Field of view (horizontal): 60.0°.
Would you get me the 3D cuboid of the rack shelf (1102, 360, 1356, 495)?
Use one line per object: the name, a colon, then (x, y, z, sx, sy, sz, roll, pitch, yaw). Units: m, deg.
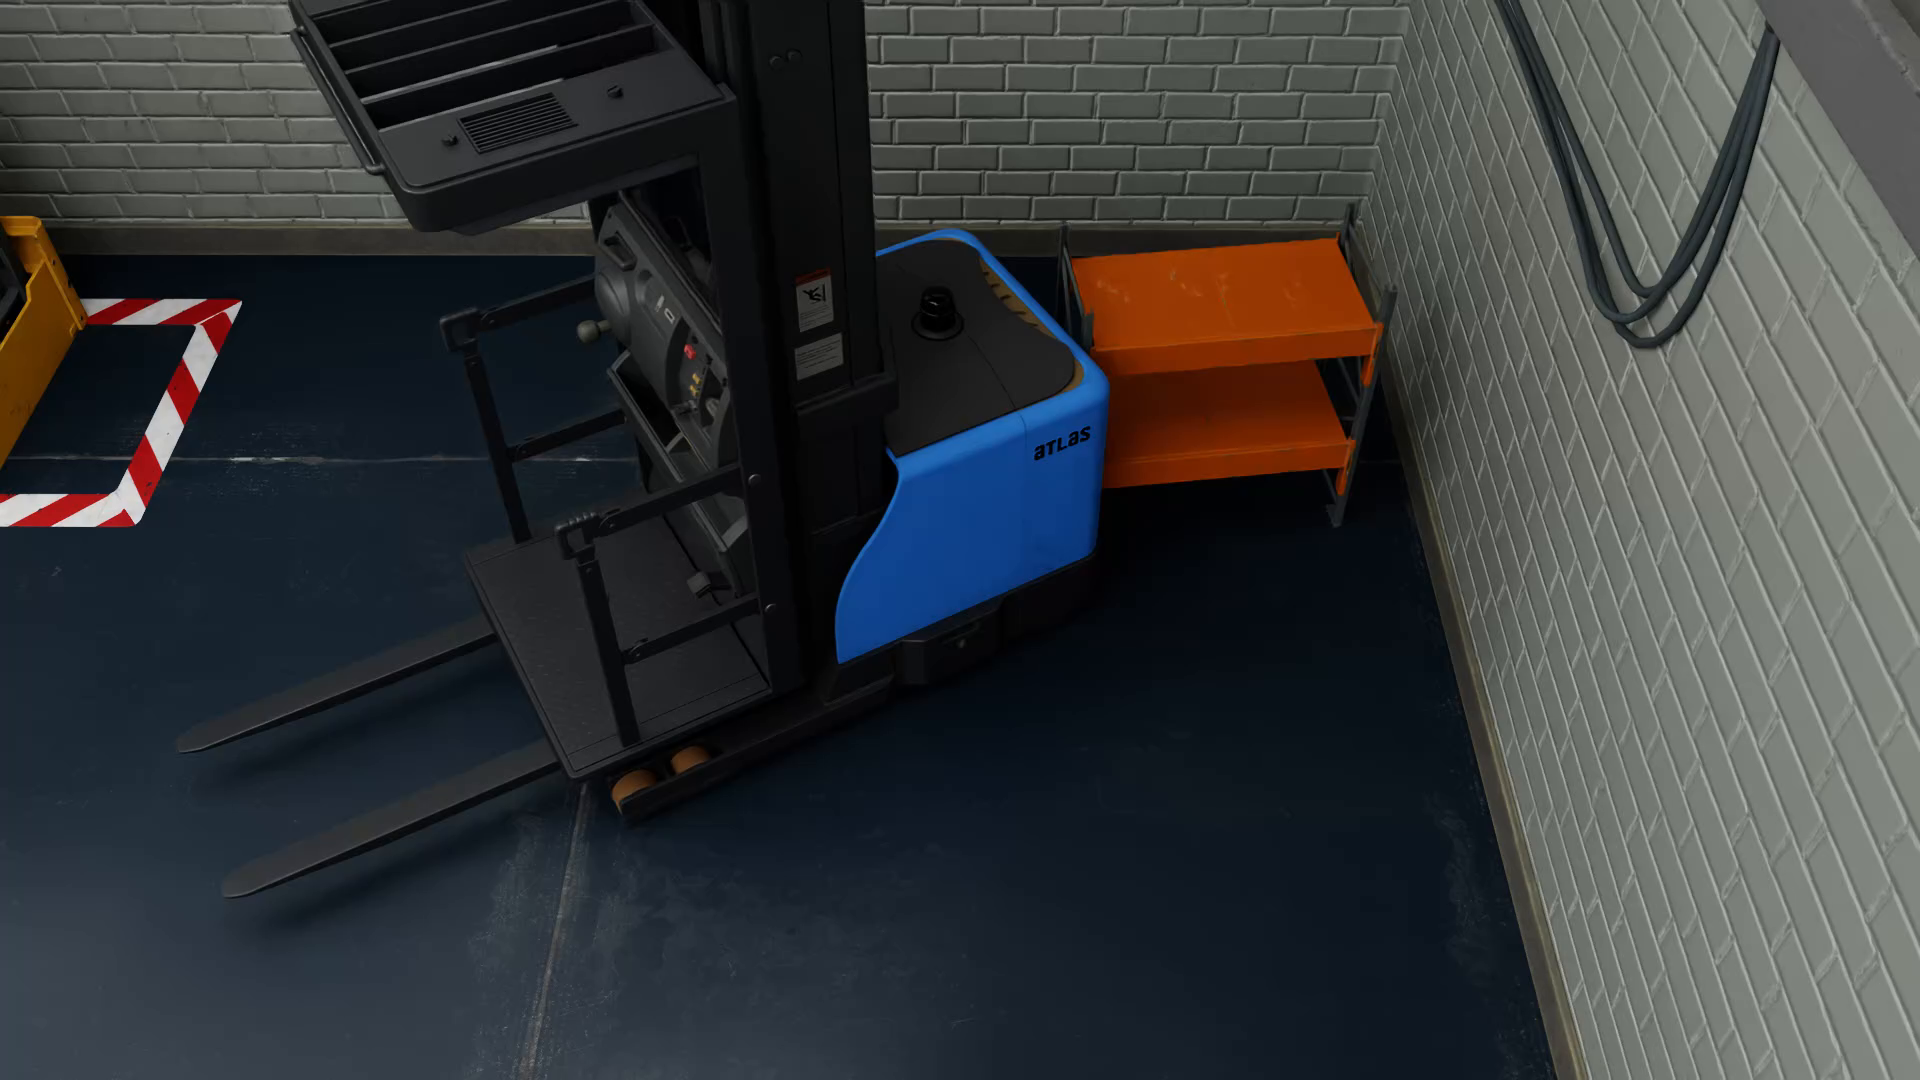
rack shelf: (0.893, -0.403, 6.190, 1.000, 0.278, 0.538, -5, 47, -5)

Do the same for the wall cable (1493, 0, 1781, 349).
wall cable: (1.720, -2.288, 4.353, 0.112, 2.526, 3.097, 0, 47, 0)

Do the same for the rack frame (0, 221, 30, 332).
rack frame: (-3.935, -1.579, 5.670, 0.127, 3.000, 1.000, 0, 47, 0)

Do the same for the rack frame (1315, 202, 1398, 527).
rack frame: (1.398, -0.616, 6.055, 0.032, 1.125, 0.500, -5, 47, -5)

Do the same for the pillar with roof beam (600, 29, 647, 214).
pillar with roof beam: (-1.248, -1.097, 1.124, 0.400, 9.000, 9.100, 0, 47, 0)

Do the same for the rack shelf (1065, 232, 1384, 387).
rack shelf: (0.893, -0.769, 5.797, 1.000, 0.278, 0.538, -5, 47, -5)

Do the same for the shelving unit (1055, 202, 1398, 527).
shelving unit: (0.893, -0.569, 6.011, 1.048, 1.125, 0.538, -5, 47, -5)

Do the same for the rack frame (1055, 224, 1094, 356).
rack frame: (0.389, -0.523, 5.968, 0.032, 1.125, 0.500, -5, 47, -5)

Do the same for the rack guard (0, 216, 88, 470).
rack guard: (-3.911, -0.727, 6.585, 0.348, 0.500, 1.175, 0, 47, 0)

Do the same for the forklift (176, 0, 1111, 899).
forklift: (-1.042, -0.540, 4.750, 3.031, 2.935, 1.130, -23, 51, -20)
